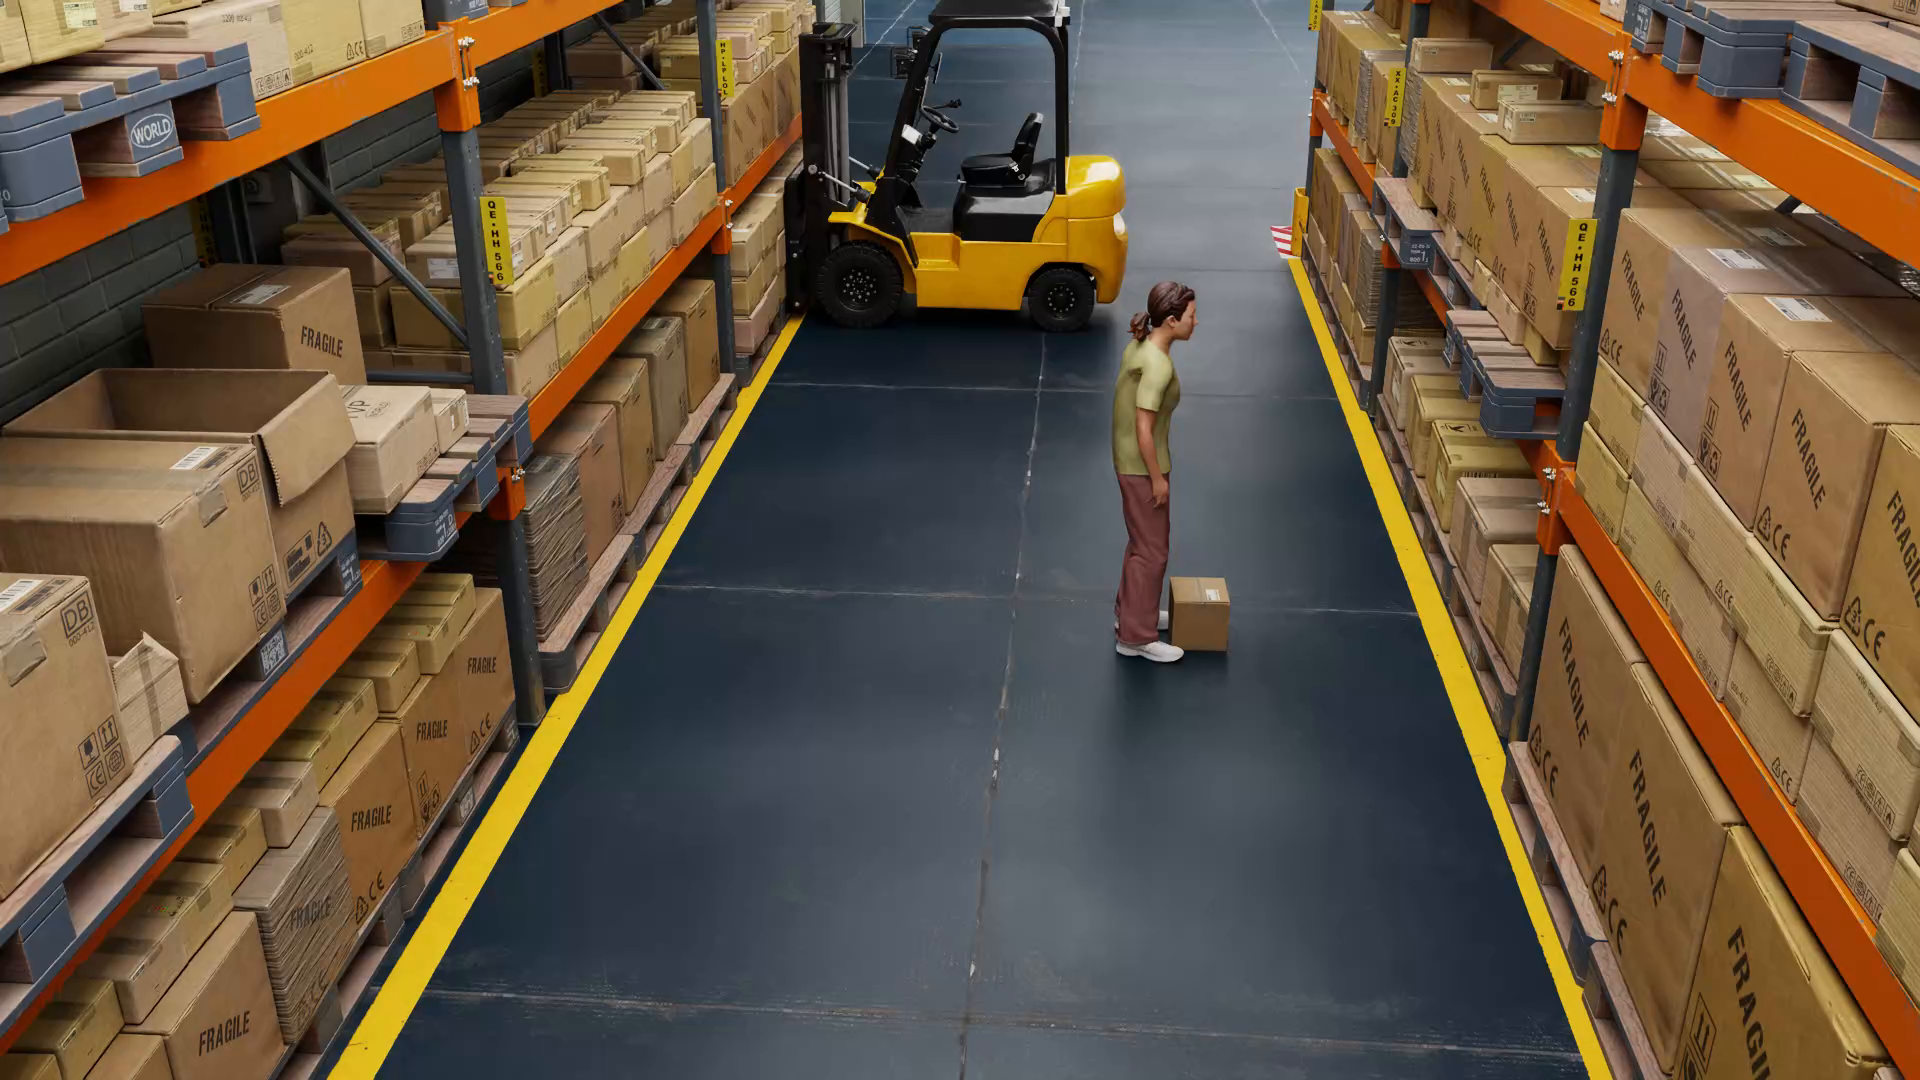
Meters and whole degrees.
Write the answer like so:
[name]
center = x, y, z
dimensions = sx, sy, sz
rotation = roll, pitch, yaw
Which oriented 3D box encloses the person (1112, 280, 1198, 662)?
[person]
center = 0.842, -0.316, 7.296
dimensions = 0.357, 1.673, 0.516
rotation = 1, 25, 2
